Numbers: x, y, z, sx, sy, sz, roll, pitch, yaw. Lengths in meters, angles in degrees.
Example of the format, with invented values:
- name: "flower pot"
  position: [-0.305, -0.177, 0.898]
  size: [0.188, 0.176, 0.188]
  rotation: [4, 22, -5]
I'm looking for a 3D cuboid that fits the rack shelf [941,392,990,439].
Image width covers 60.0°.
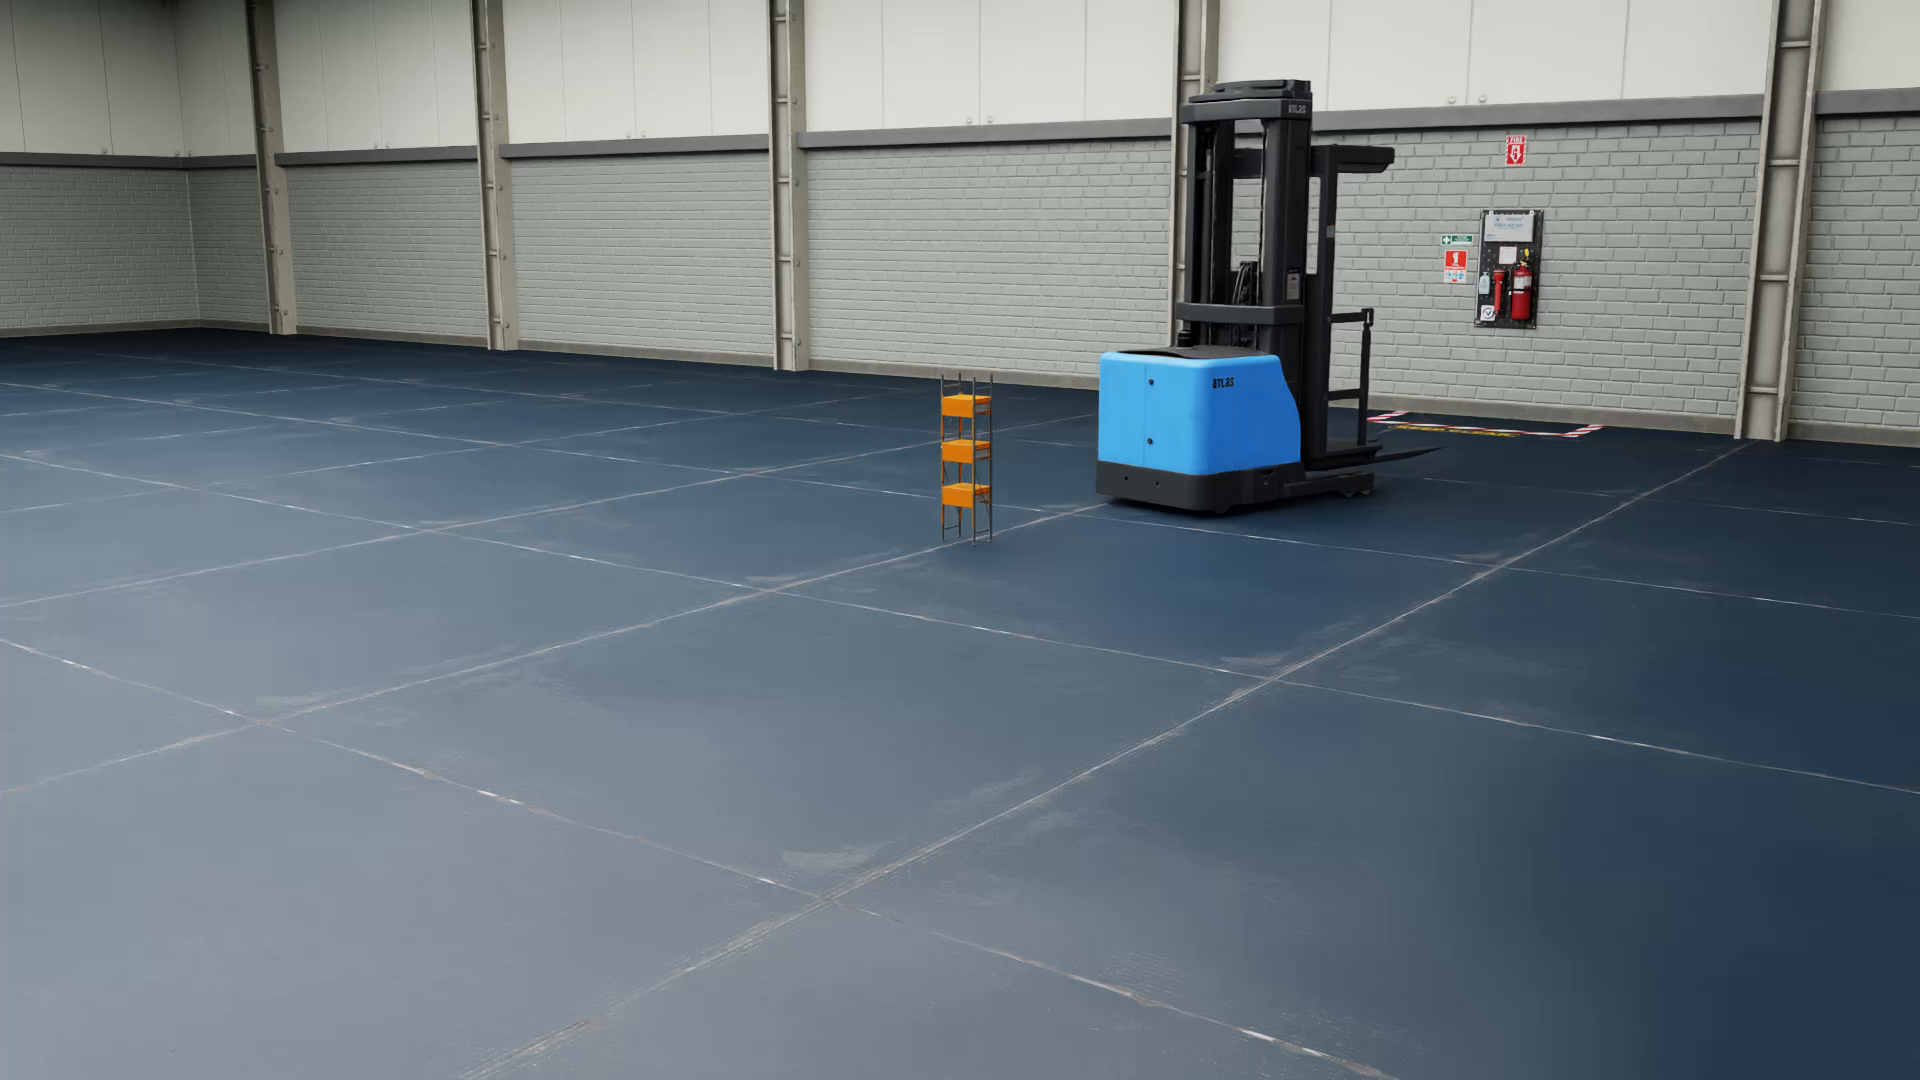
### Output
- name: "rack shelf"
  position: [0.043, -0.778, 10.347]
  size: [0.240, 0.259, 0.215]
  rotation: [8, 13, 36]

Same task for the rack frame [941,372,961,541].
- name: "rack frame"
  position: [-0.055, -0.523, 10.470]
  size: [0.008, 1.050, 0.200]
  rotation: [8, 13, 36]

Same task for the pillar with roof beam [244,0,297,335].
- name: "pillar with roof beam"
  position: [-14.478, -7.400, 25.087]
  size: [0.400, 9.000, 9.100]
  rotation: [8, 13, 36]

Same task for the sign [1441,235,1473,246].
- name: "sign"
  position: [5.058, -3.053, 16.922]
  size: [0.331, 0.109, 0.001]
  rotation: [8, 13, 36]

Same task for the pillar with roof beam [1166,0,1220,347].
- name: "pillar with roof beam"
  position: [0.030, -5.376, 14.627]
  size: [0.400, 9.000, 9.100]
  rotation: [8, 13, 36]

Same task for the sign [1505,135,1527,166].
- name: "sign"
  position: [5.497, -3.853, 16.446]
  size: [0.199, 0.298, 0.001]
  rotation: [8, 13, 36]

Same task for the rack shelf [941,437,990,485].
- name: "rack shelf"
  position: [0.043, -0.499, 10.401]
  size: [0.240, 0.259, 0.215]
  rotation: [8, 13, 36]

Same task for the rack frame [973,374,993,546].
- name: "rack frame"
  position: [0.141, -0.496, 10.328]
  size: [0.008, 1.050, 0.200]
  rotation: [8, 13, 36]

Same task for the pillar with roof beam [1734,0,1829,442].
- name: "pillar with roof beam"
  position: [4.866, -4.701, 11.140]
  size: [0.400, 9.000, 9.100]
  rotation: [8, 13, 36]

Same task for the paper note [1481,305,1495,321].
- name: "paper note"
  position: [5.343, -2.297, 16.824]
  size: [0.142, 0.148, 0.016]
  rotation: [8, 13, 36]

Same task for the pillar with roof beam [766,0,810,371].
- name: "pillar with roof beam"
  position: [-4.806, -6.051, 18.113]
  size: [0.400, 9.000, 9.100]
  rotation: [8, 13, 36]

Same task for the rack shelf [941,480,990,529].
- name: "rack shelf"
  position: [0.043, -0.226, 10.454]
  size: [0.240, 0.259, 0.215]
  rotation: [8, 13, 36]

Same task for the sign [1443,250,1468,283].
- name: "sign"
  position: [5.060, -2.794, 16.982]
  size: [0.234, 0.329, 0.001]
  rotation: [8, 13, 36]

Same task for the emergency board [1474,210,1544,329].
- name: "emergency board"
  position: [5.445, -2.699, 16.583]
  size: [0.643, 1.169, 0.194]
  rotation: [8, 13, 36]

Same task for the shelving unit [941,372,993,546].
- name: "shelving unit"
  position: [0.043, -0.509, 10.399]
  size: [0.252, 1.050, 0.215]
  rotation: [8, 13, 36]

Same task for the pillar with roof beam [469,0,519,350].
- name: "pillar with roof beam"
  position: [-9.642, -6.725, 21.600]
  size: [0.400, 9.000, 9.100]
  rotation: [8, 13, 36]

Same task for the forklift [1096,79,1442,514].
- name: "forklift"
  position: [2.431, -1.819, 12.213]
  size: [3.031, 2.935, 1.130]
  rotation: [-9, 14, -39]
